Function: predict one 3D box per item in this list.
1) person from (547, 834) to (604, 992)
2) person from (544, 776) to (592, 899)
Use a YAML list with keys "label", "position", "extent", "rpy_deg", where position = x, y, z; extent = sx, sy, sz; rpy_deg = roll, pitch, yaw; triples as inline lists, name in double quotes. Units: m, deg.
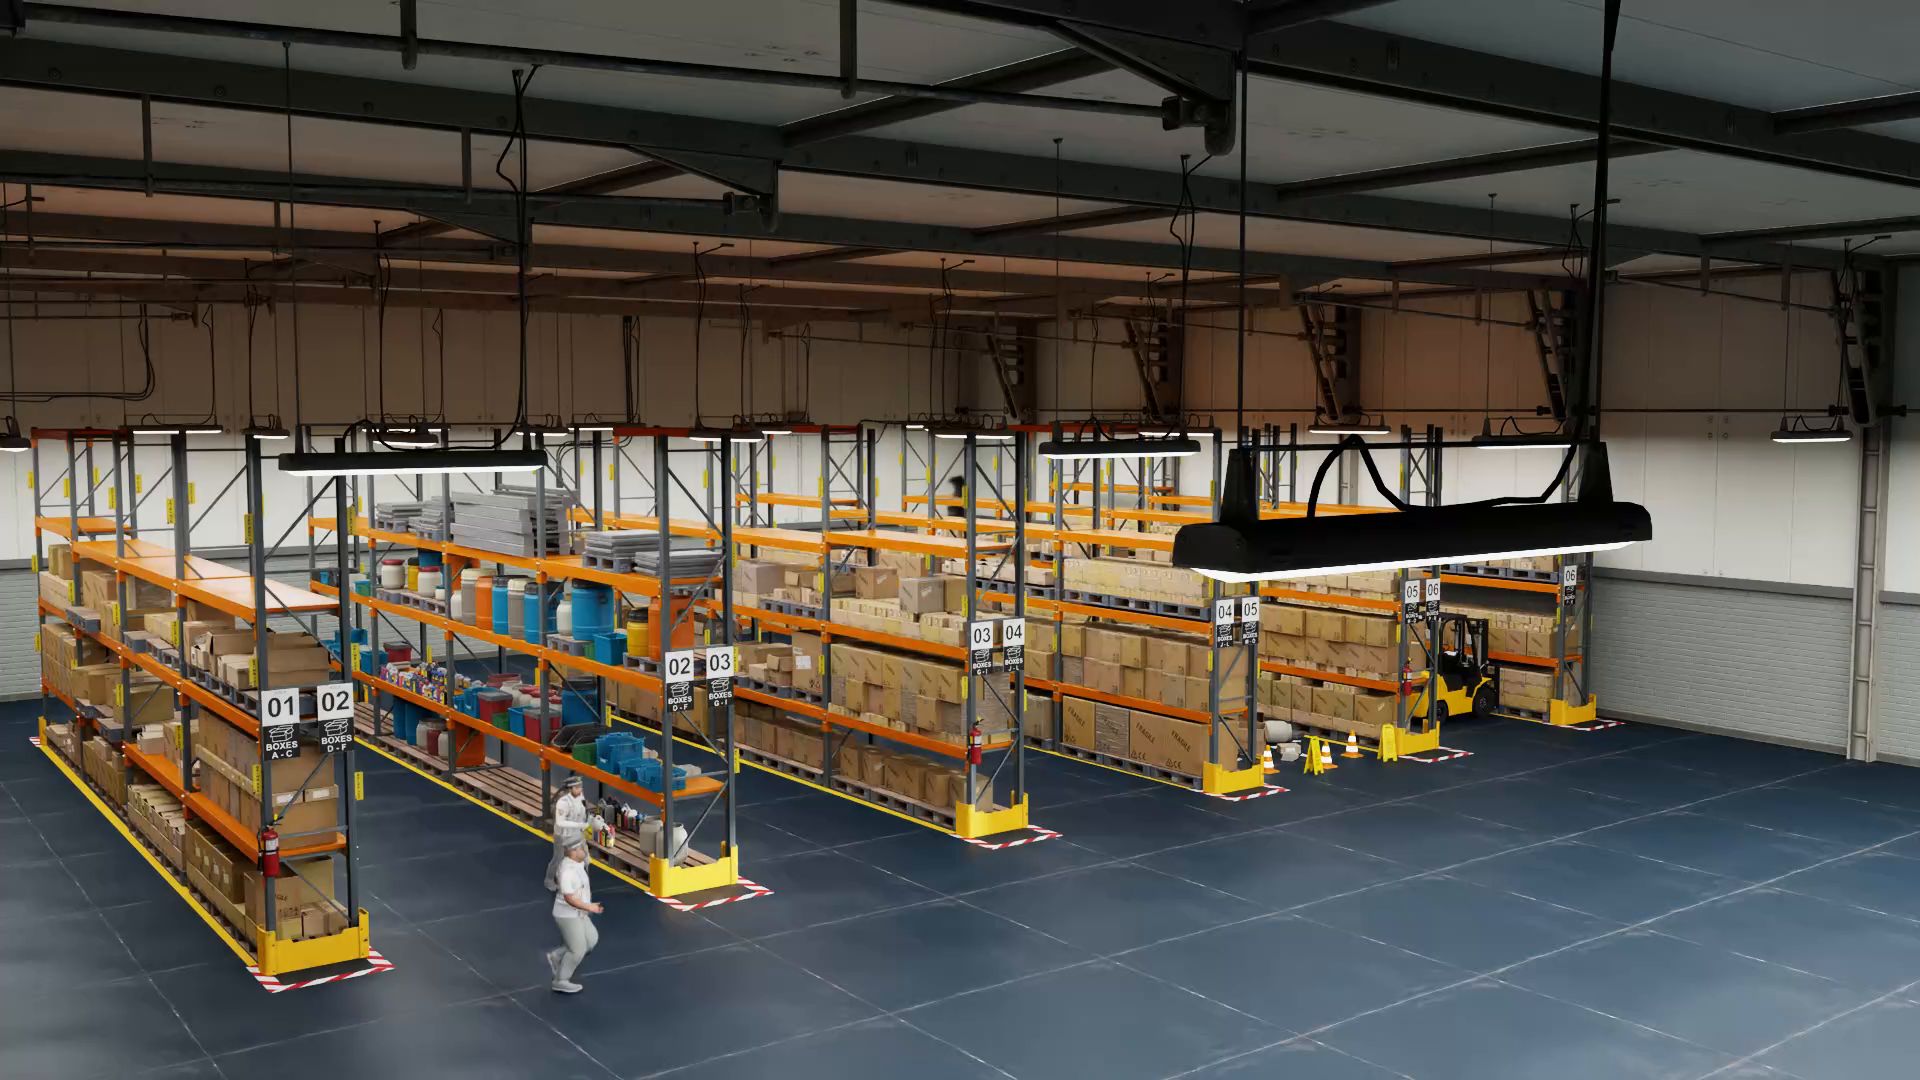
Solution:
- label: "person"
  position: [-4.193, 4.051, 18.102]
  extent: [0.635, 1.719, 0.635]
  rpy_deg: [-1, 5, -10]
- label: "person"
  position: [-5.072, 3.838, 21.554]
  extent: [0.893, 1.652, 0.601]
  rpy_deg: [4, 6, 41]
